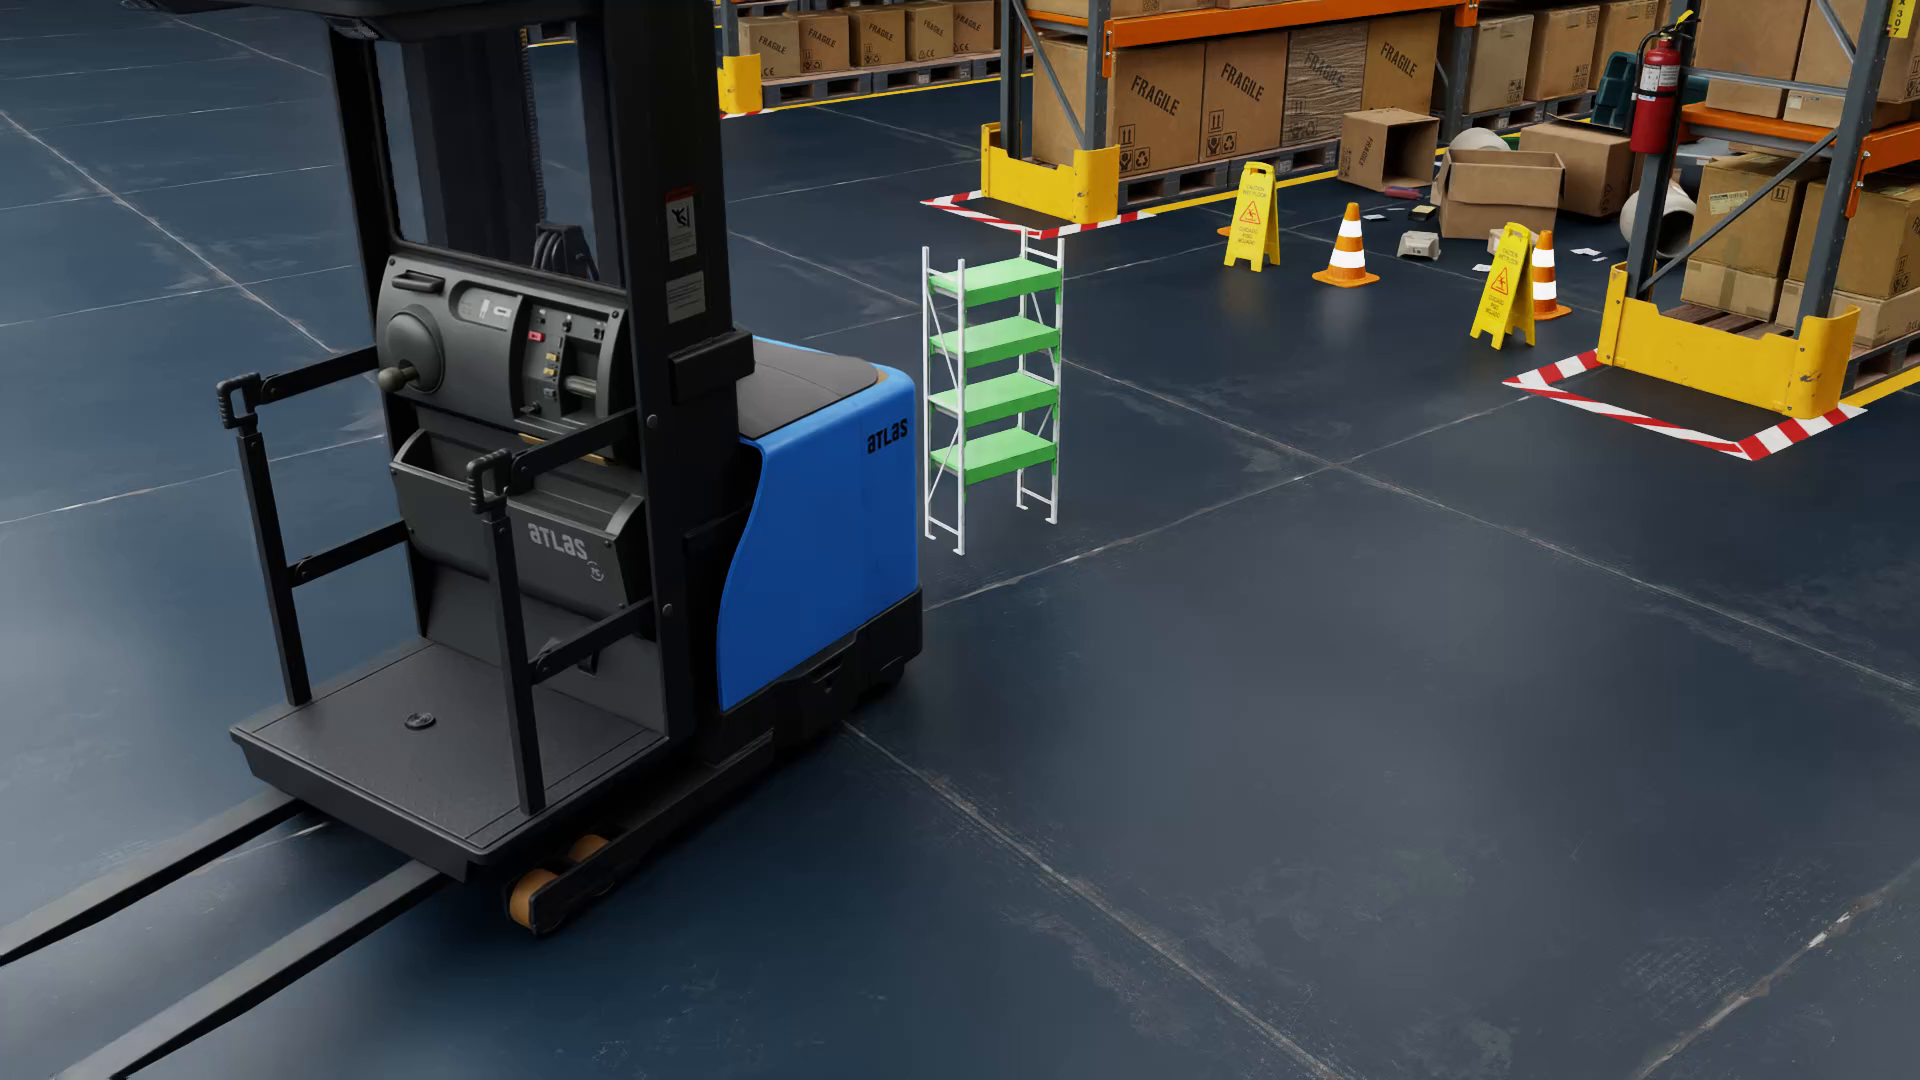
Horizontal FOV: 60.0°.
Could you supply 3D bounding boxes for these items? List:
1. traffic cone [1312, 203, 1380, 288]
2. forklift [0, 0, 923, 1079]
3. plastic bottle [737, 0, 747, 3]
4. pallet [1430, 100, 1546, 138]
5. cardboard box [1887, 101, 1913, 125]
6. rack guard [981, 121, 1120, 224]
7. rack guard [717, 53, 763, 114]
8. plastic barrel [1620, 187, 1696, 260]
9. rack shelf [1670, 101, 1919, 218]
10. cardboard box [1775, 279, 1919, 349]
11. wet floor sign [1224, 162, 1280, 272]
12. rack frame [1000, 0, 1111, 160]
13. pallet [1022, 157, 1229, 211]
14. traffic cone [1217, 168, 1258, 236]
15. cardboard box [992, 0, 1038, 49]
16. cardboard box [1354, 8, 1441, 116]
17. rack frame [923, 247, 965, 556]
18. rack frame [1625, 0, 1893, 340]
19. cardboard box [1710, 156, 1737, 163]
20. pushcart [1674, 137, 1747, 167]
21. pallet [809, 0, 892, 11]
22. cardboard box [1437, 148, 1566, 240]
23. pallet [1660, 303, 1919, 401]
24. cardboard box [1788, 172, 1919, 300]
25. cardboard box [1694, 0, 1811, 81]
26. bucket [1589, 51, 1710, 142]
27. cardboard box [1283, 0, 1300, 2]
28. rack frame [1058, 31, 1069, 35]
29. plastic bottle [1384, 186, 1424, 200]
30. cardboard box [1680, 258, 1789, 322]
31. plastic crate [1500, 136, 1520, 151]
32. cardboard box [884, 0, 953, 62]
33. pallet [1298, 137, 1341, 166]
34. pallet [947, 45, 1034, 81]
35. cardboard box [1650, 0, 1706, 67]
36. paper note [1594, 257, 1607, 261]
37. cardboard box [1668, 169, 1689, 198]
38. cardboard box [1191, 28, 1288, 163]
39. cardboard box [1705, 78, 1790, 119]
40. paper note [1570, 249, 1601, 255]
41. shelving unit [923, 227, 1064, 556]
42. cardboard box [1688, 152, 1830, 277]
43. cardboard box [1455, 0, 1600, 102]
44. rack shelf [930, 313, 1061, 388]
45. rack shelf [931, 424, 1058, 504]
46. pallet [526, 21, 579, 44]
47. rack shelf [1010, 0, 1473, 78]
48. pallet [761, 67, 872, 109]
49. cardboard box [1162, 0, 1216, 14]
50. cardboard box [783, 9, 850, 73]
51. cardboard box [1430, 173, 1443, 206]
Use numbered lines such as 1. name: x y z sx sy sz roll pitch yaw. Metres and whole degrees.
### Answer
1. traffic cone: 2.368 -1.815 10.111 0.334 0.463 0.336 -18 31 -34
2. forklift: -1.378 -0.504 4.353 1.130 2.935 3.031 16 29 31
3. plastic bottle: -2.726 -6.795 20.452 0.185 0.351 0.144 -20 32 -37
4. pallet: 4.352 -3.760 14.601 1.213 0.211 1.003 -18 31 -34
5. cardboard box: 4.363 -2.123 8.060 0.250 0.149 0.380 -18 30 -33
6. rack guard: 0.625 -2.621 11.803 0.348 0.500 1.175 -18 31 -34
7. rack guard: -2.277 -4.316 15.456 0.348 0.500 1.175 -18 31 -34
8. plastic barrel: 4.469 -2.017 10.592 0.421 0.421 0.512 1 25 2
9. rack shelf: 5.352 -2.340 9.084 4.000 0.370 1.077 -18 31 -34
10. cardboard box: 4.583 -1.208 8.558 0.500 0.250 0.500 -19 31 -34
11. wet floor sign: 1.843 -2.029 10.356 0.267 0.644 0.232 21 32 37
12. rack frame: 0.644 -3.761 11.290 0.127 3.000 1.000 -18 31 -34
13. pallet: 1.225 -2.729 12.380 1.213 0.211 1.003 -18 31 -34
14. traffic cone: 1.938 -2.277 11.108 0.334 0.463 0.336 -18 31 -34
15. cardboard box: 0.471 -5.435 17.368 0.500 0.500 0.500 -19 31 -36
16. cardboard box: 3.254 -3.886 13.586 0.875 0.875 0.875 -18 30 -33
17. rack frame: -0.062 -0.524 6.453 0.015 1.200 0.240 -18 31 -34
18. rack frame: 3.778 -2.147 7.813 0.127 3.000 1.000 -18 31 -34
19. cardboard box: 5.243 -2.226 10.949 0.500 0.500 0.500 1 25 2
20. pushcart: 5.479 -2.739 12.203 1.648 0.377 0.936 15 29 29
21. pallet: -1.652 -7.062 21.715 1.213 0.211 1.003 -18 31 -34
22. cardboard box: 3.598 -2.310 11.129 0.797 0.503 0.637 5 25 11
23. pallet: 4.499 -1.101 8.872 1.213 0.211 1.003 -18 31 -34
24. cardboard box: 4.602 -1.555 8.414 0.500 0.500 0.500 -19 31 -36
25. cardboard box: 4.035 -2.560 8.230 0.500 0.500 0.500 -19 31 -35
26. bucket: 5.107 -3.205 12.176 0.620 0.611 0.726 2 23 -21
27. cardboard box: 2.237 -4.345 12.372 0.500 0.550 0.875 -18 31 -34
28. rack frame: 0.811 -6.469 17.126 0.127 3.000 1.000 -18 31 -34
29. plastic bottle: 3.253 -2.528 12.124 0.283 0.061 0.133 15 29 29
30. cardboard box: 4.267 -1.396 8.961 0.500 0.250 0.500 -18 31 -34
31. plastic crate: 4.463 -3.071 13.076 0.662 0.188 0.450 -3 15 -7
32. cardboard box: -0.415 -5.096 16.639 0.500 0.500 0.500 -22 33 -38
33. pallet: 3.145 -3.363 13.746 1.213 0.211 1.003 -18 31 -34
34. pallet: 0.304 -5.018 17.312 1.213 0.211 1.003 -18 31 -34
35. cardboard box: 6.405 -4.880 15.876 0.750 0.750 1.050 -19 31 -35
36. paper note: 4.079 -1.789 10.593 0.123 0.001 0.032 -18 31 -34
37. cardboard box: 4.960 -2.445 11.704 0.258 0.266 0.396 5 25 11
38. cardboard box: 1.828 -3.415 12.569 0.875 0.875 0.875 -19 31 -35
39. cardboard box: 3.940 -2.201 8.228 0.250 0.149 0.380 -17 30 -32
40. paper note: 4.055 -1.871 10.759 0.142 0.019 0.148 -8 26 -16
41. shelving unit: 0.130 -0.587 6.590 0.503 1.200 0.258 -18 31 -34
42. cardboard box: 4.248 -1.725 8.780 0.500 0.500 0.500 -18 30 -34
43. cardboard box: 4.986 -4.410 14.863 0.750 0.750 1.050 -18 31 -34
44. rack shelf: 0.130 -0.747 6.516 0.480 0.148 0.258 -18 31 -34
45. rack shelf: 0.130 -0.312 6.718 0.480 0.148 0.258 -18 31 -34
46. pallet: -4.720 -6.050 19.536 1.213 0.211 1.003 -18 31 -34
47. rack shelf: 2.218 -3.954 12.561 4.000 0.370 1.077 -18 31 -34
48. pallet: -1.616 -4.384 15.946 1.213 0.211 1.003 -18 31 -34
49. cardboard box: 1.327 -4.090 11.822 0.550 0.550 0.875 -18 31 -34
50. cardboard box: -1.386 -4.810 16.021 0.500 0.500 0.500 -10 27 -21
51. cardboard box: 3.576 -2.503 11.828 0.258 0.266 0.396 -13 28 -25
